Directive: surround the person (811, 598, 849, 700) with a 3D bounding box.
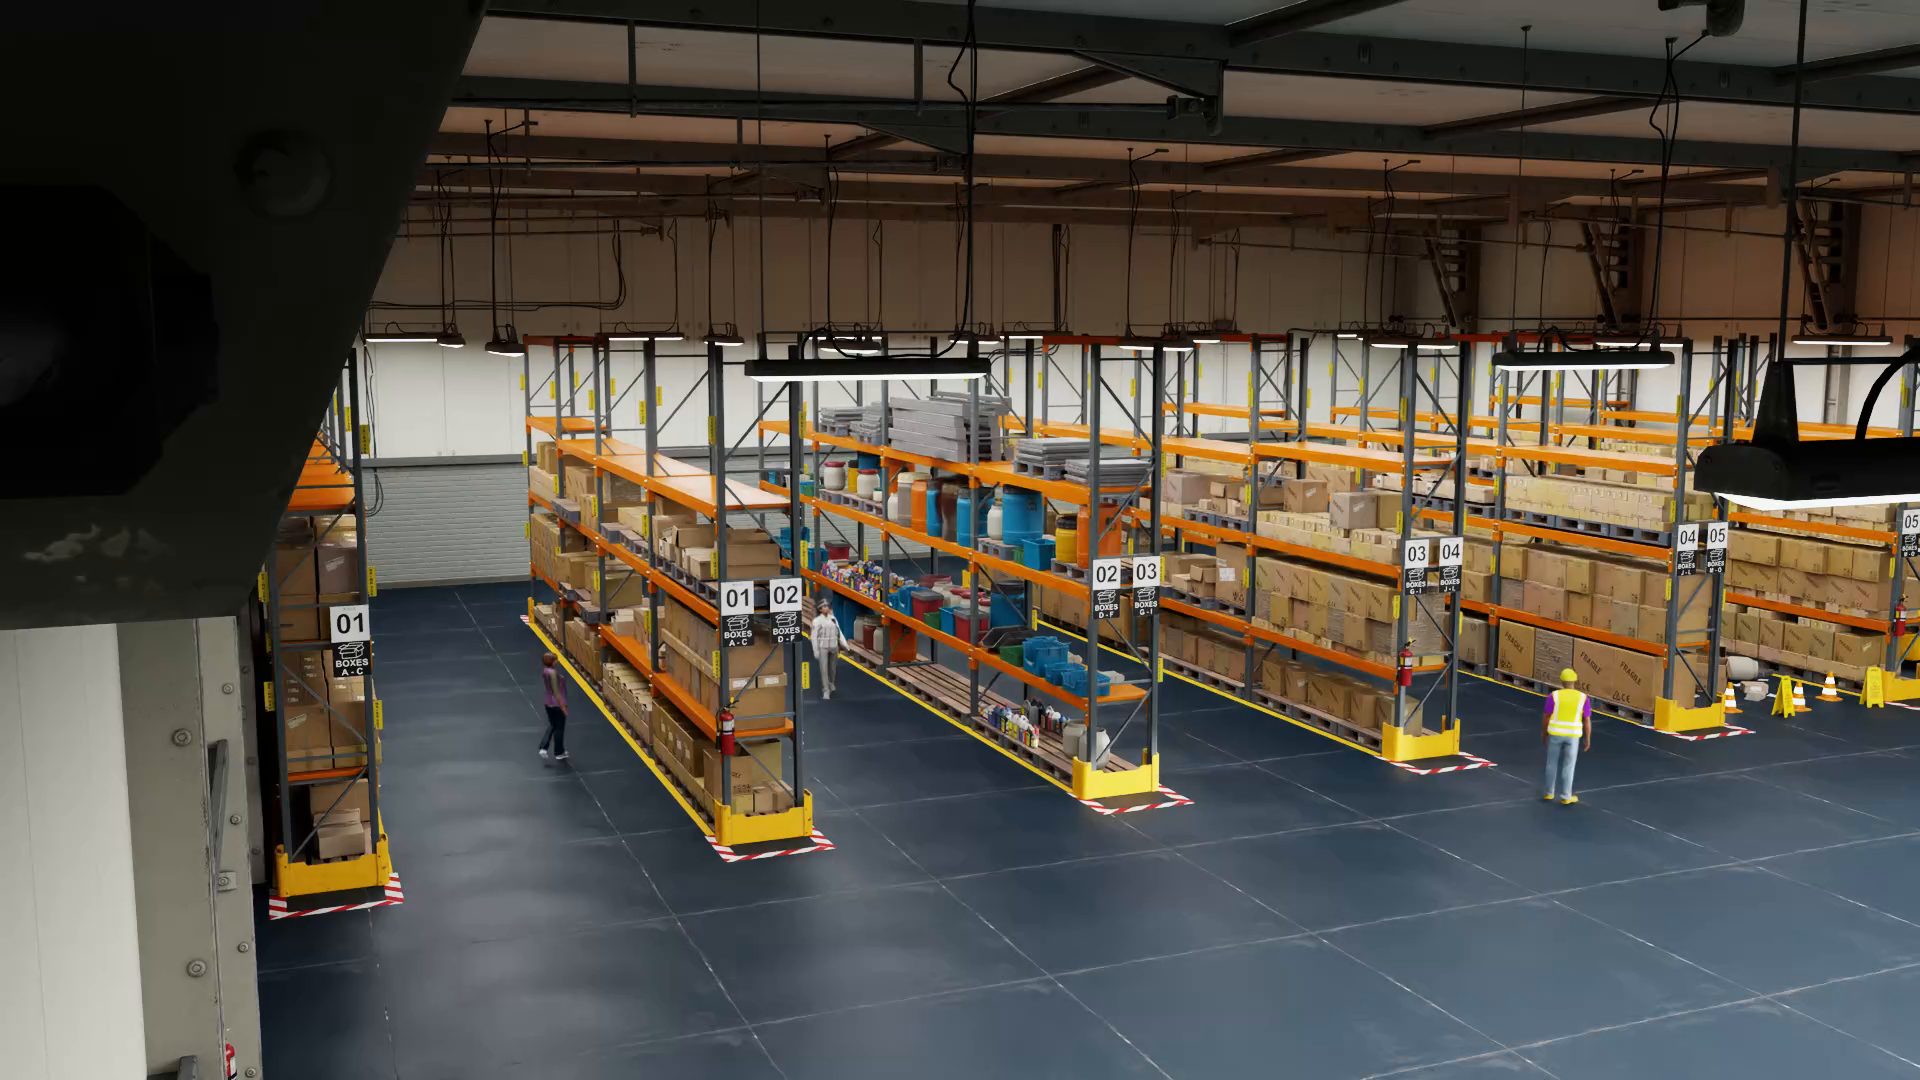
[{"bbox_3d":[-2.173,1.787,27.712,0.619,1.634,0.989,-1,8,-10],"label":"person"}]

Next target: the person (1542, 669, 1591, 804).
[{"bbox_3d":[7.951,2.562,21.825,0.598,1.778,0.455,3,8,20],"label":"person"}]

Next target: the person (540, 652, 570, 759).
[{"bbox_3d":[-5.811,2.376,23.872,0.436,1.587,0.502,6,10,38],"label":"person"}]
